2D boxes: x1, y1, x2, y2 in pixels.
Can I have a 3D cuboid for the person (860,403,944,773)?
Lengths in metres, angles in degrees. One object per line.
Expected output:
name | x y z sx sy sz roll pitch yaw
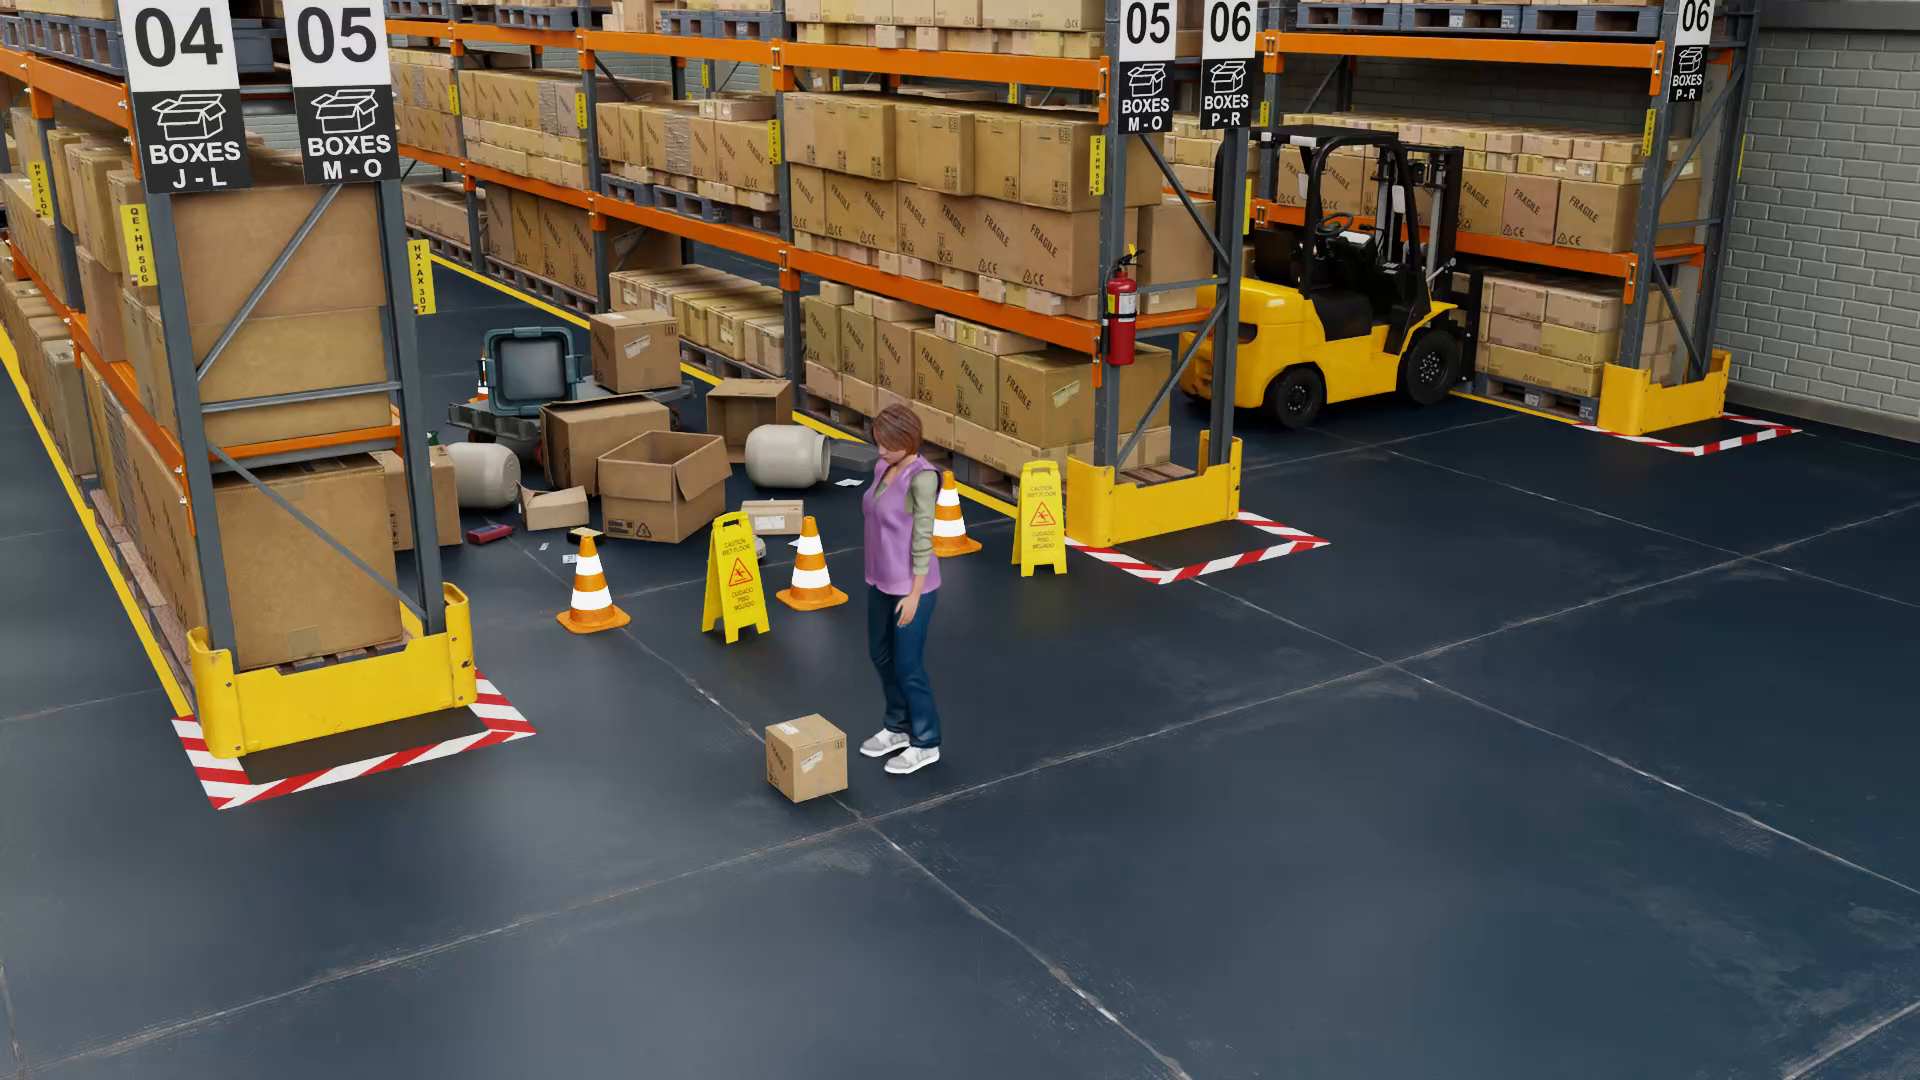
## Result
person | -0.235 0.203 6.980 0.301 1.593 0.408 -11 21 -30
